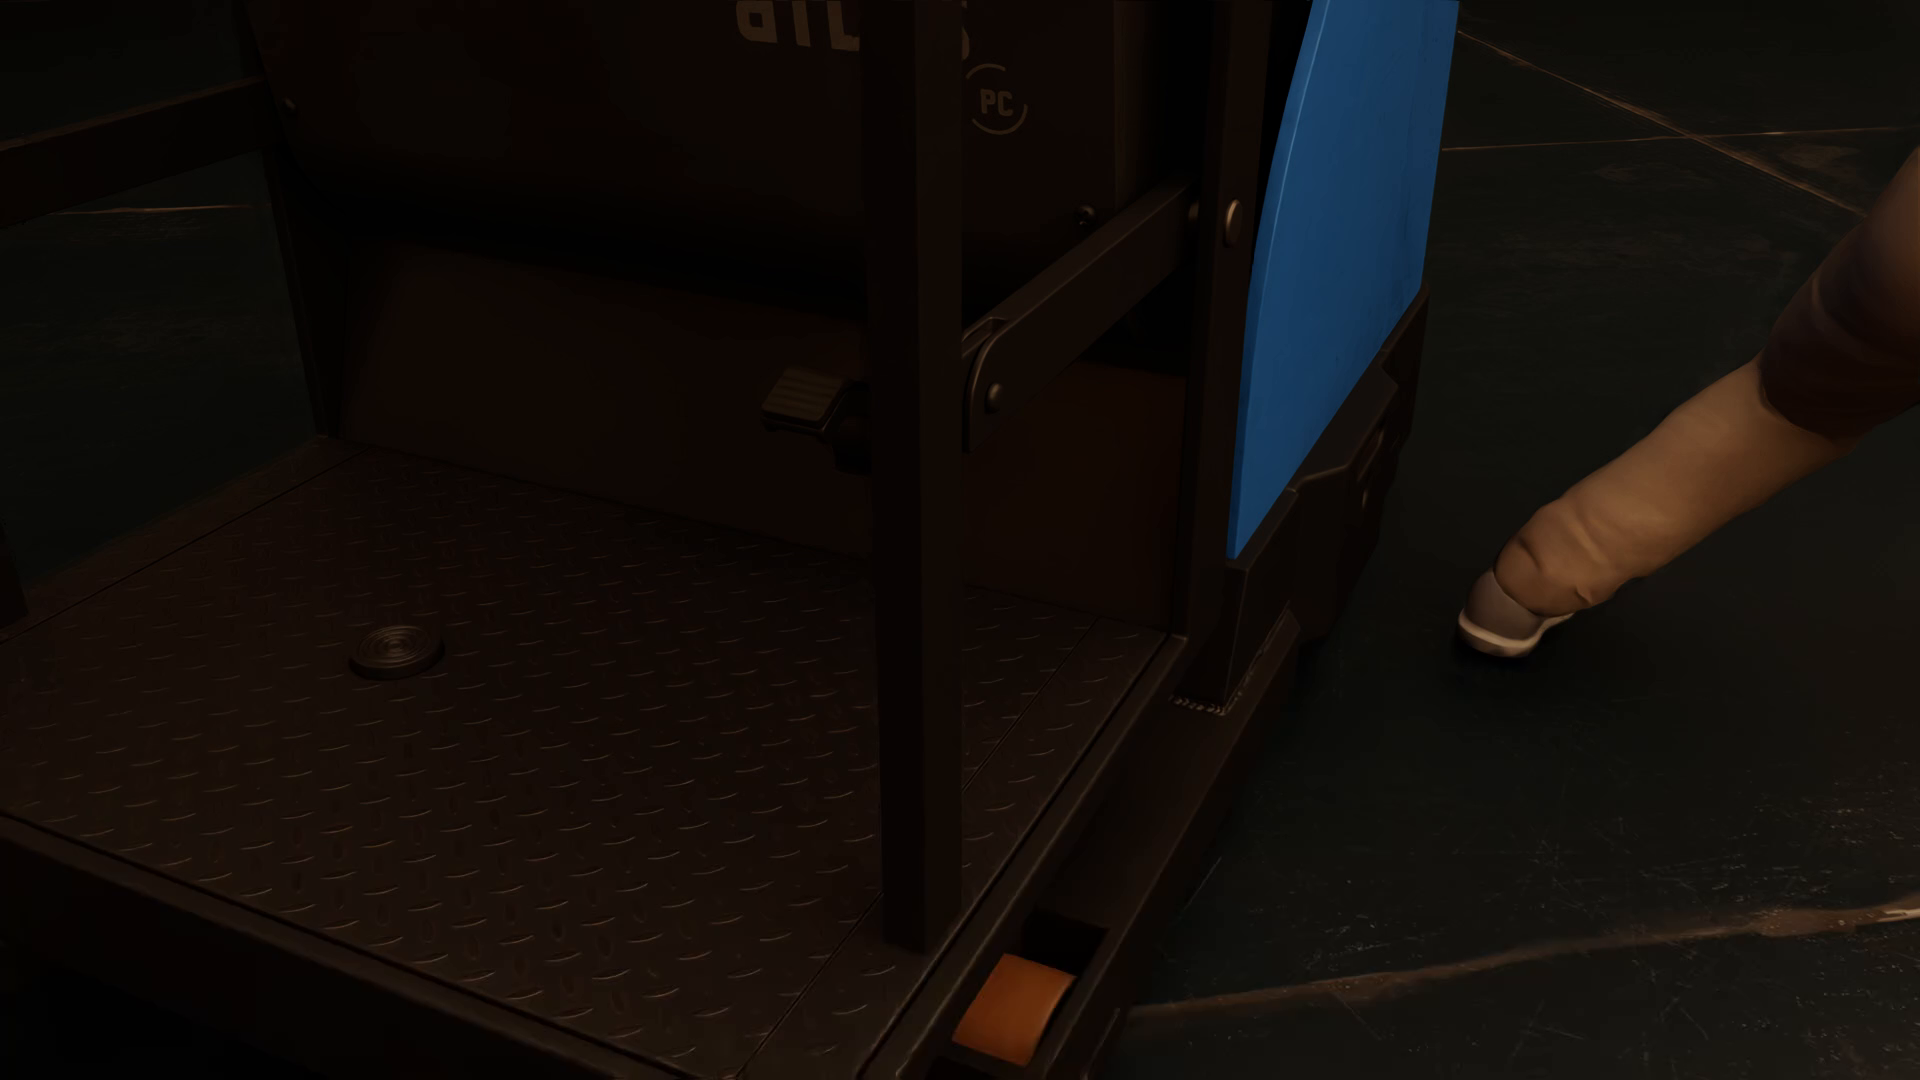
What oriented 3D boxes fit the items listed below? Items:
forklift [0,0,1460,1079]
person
[{"bbox_3d":[-0.360,-0.908,1.084,1.130,2.935,3.031,13,30,22],"label":"forklift"},{"bbox_3d":[1.376,-0.392,1.797,1.038,1.383,1.225,-18,33,-31],"label":"person"}]
